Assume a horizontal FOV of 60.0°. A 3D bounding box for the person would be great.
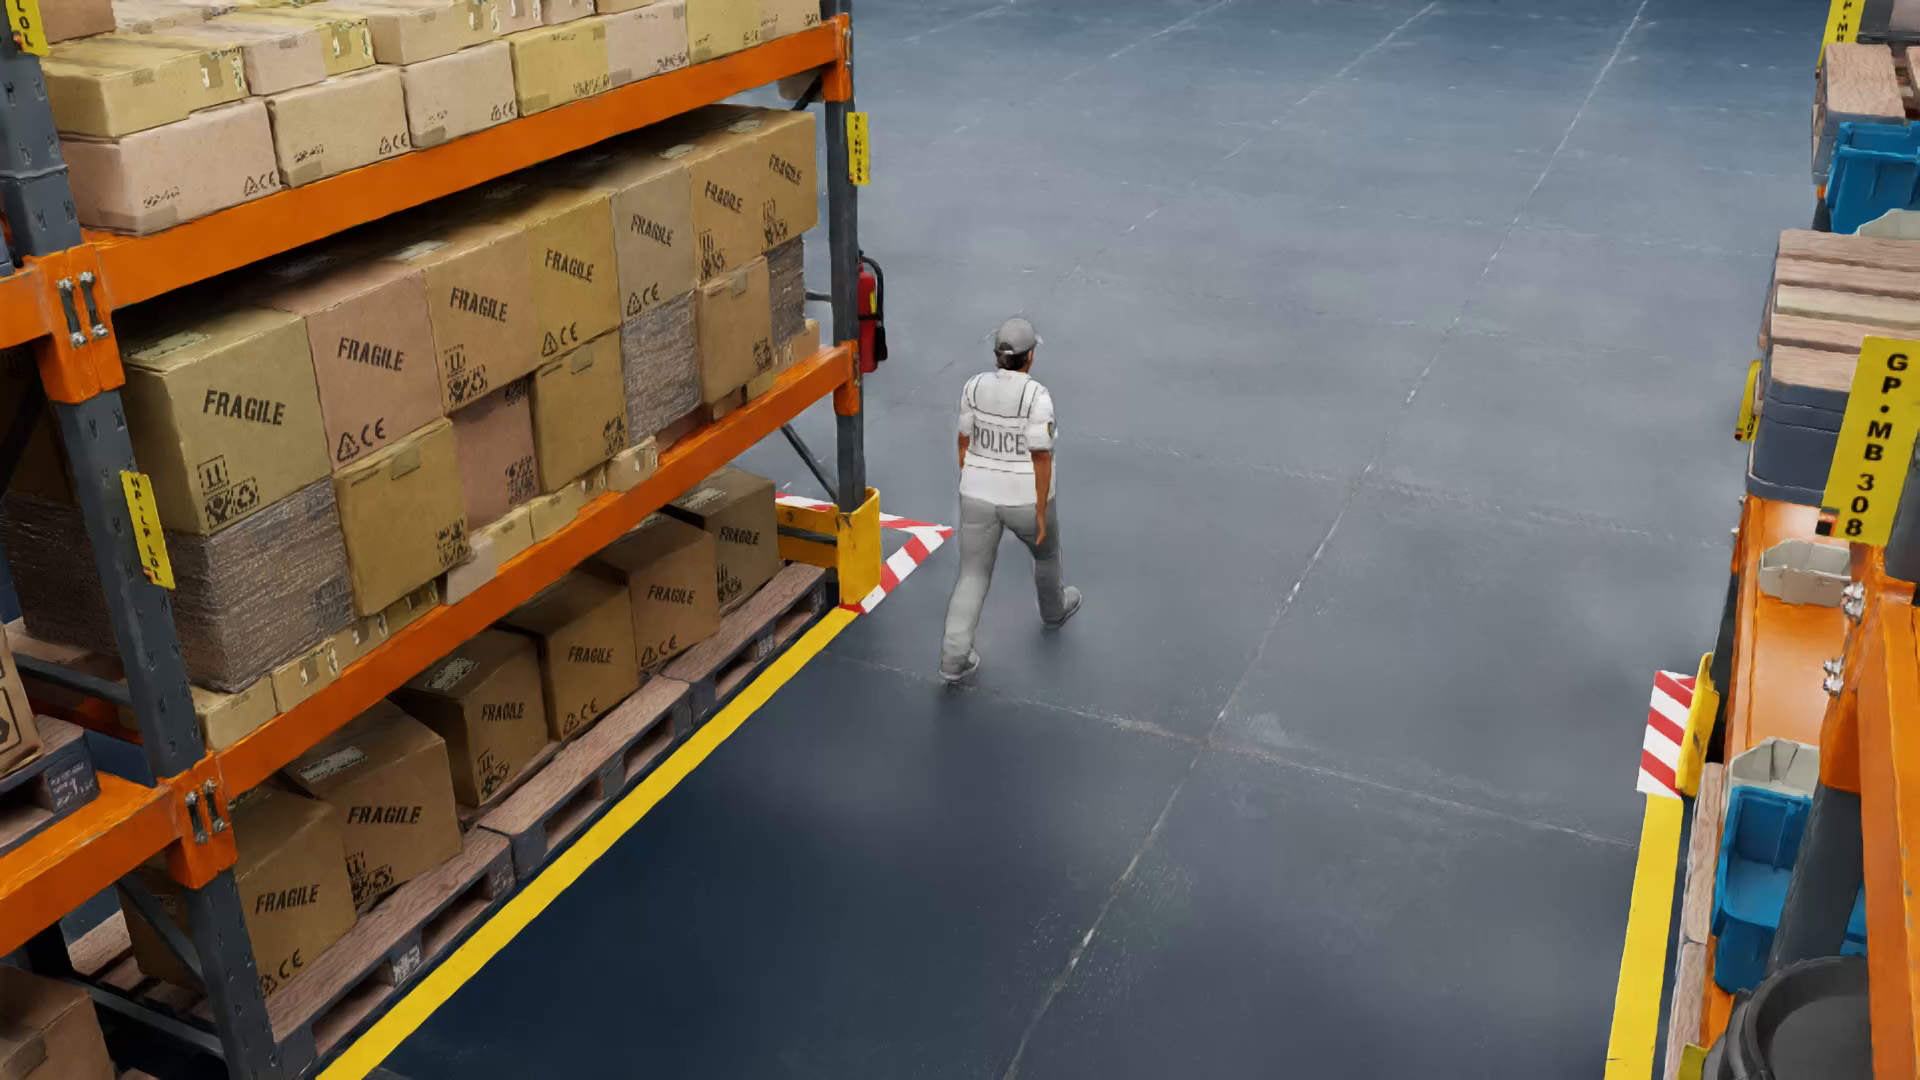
[{"bbox_3d":[0.211,-0.218,7.577,0.484,1.605,1.042,11,28,21],"label":"person"}]
